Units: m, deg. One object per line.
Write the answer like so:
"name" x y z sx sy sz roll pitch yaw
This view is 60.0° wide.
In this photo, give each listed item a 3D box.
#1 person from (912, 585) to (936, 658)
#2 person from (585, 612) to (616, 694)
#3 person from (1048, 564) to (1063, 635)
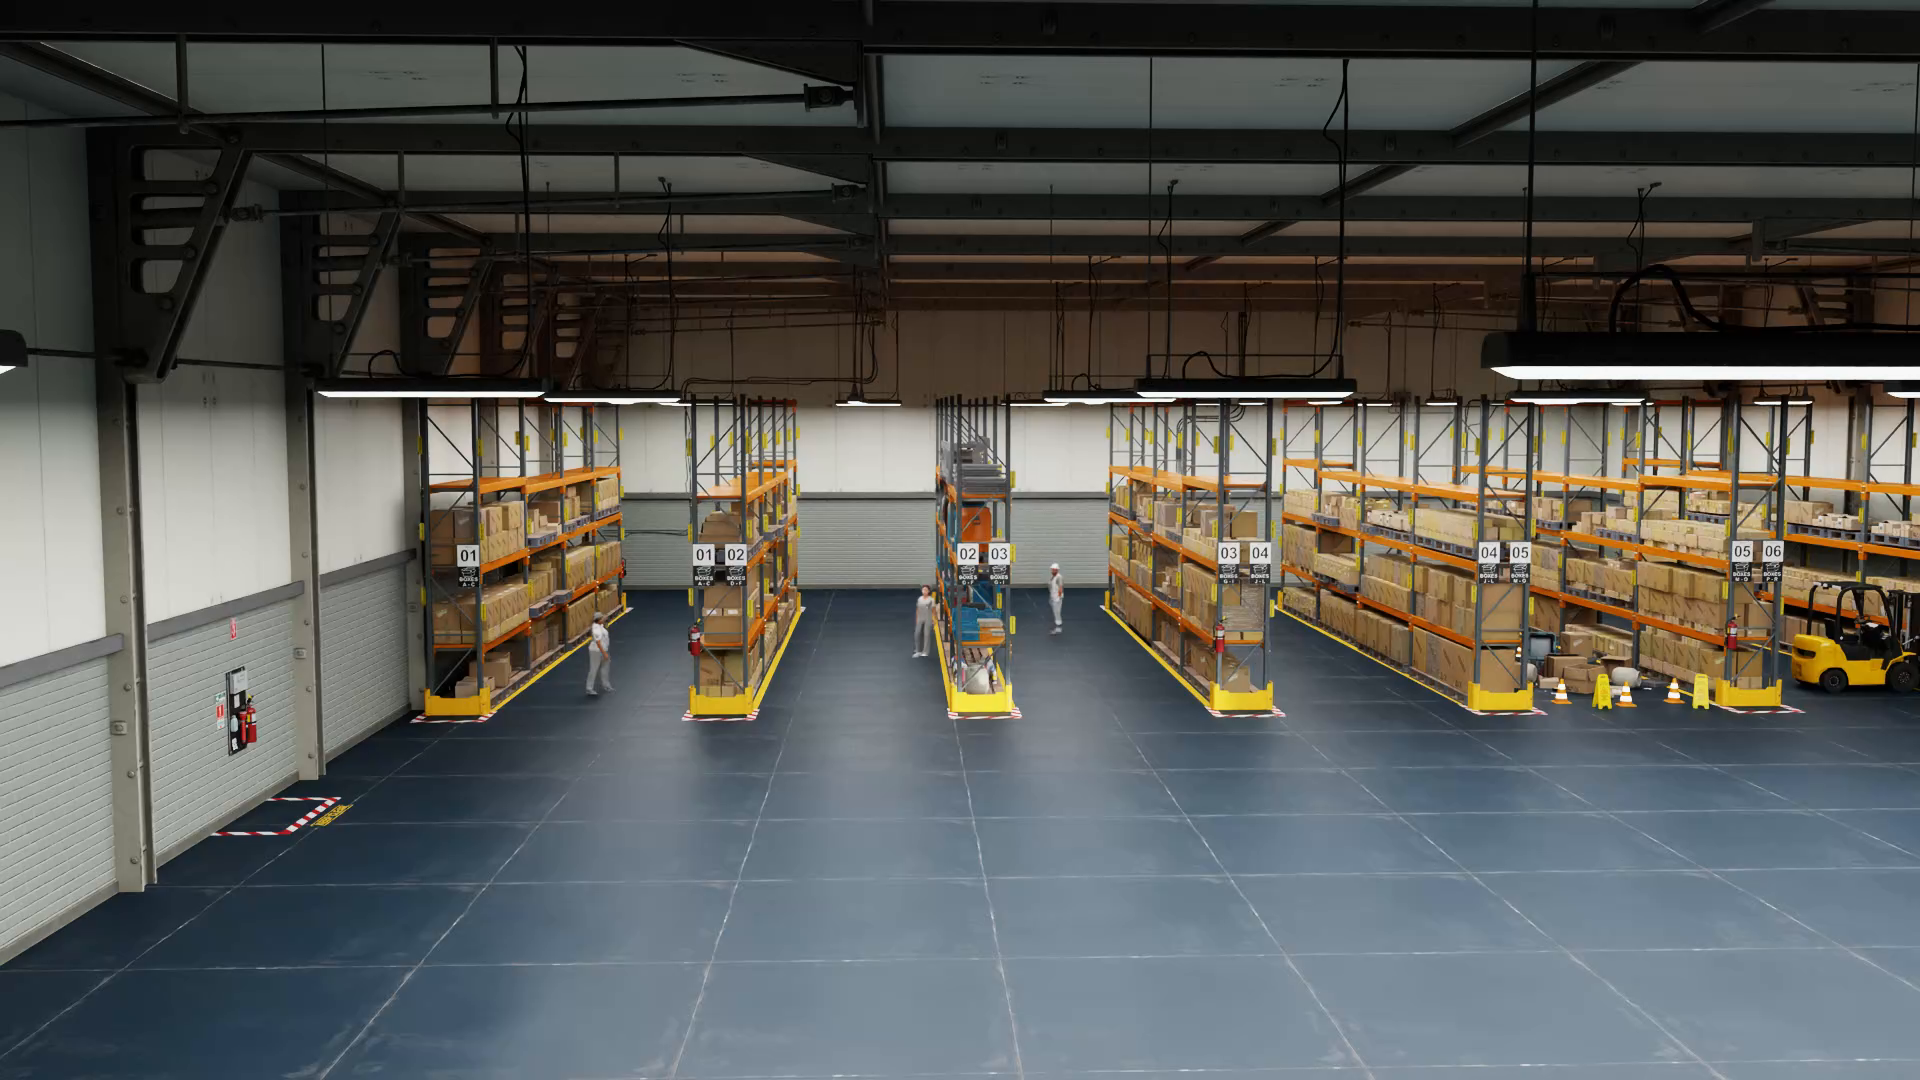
"person" -0.814 1.876 38.322 0.573 1.694 0.384 2 5 19
"person" -7.268 2.284 33.581 0.526 1.696 0.670 0 5 4
"person" 2.414 1.494 42.202 0.368 1.791 0.569 -2 5 -20
